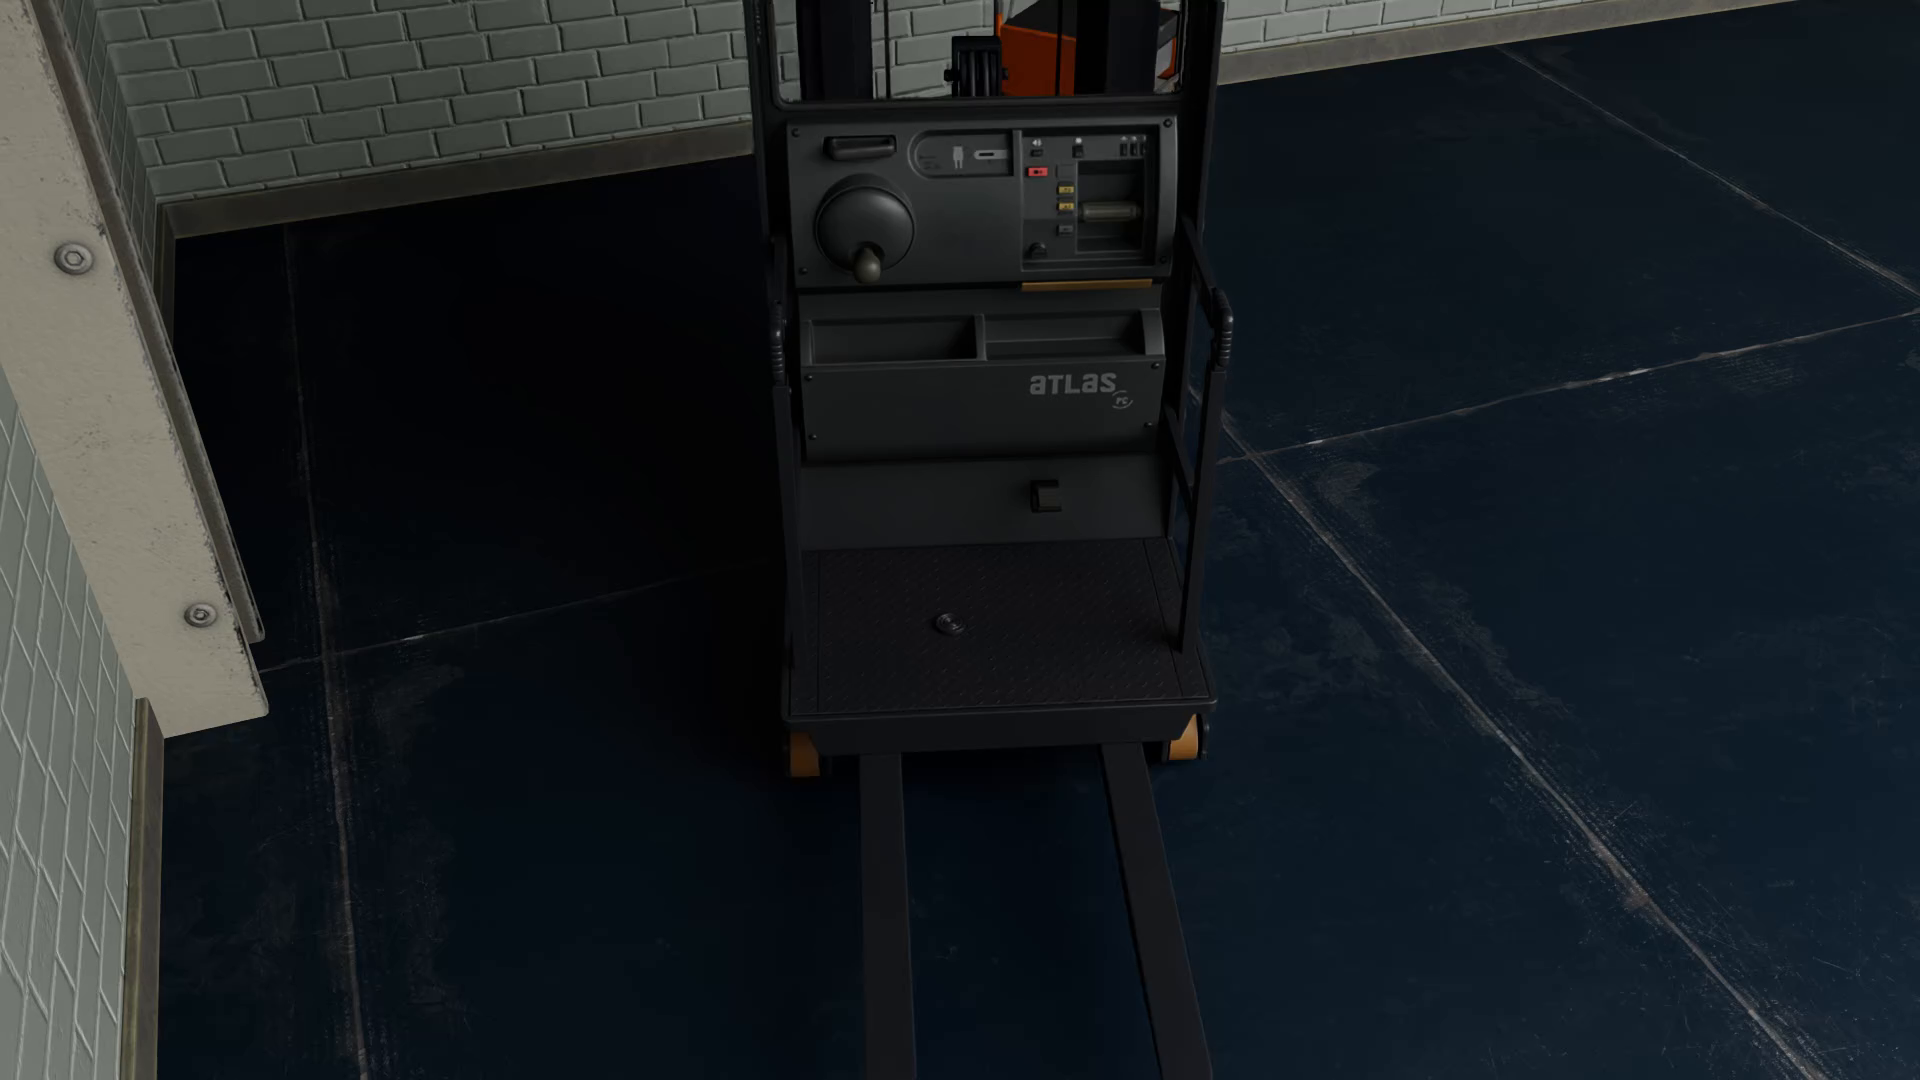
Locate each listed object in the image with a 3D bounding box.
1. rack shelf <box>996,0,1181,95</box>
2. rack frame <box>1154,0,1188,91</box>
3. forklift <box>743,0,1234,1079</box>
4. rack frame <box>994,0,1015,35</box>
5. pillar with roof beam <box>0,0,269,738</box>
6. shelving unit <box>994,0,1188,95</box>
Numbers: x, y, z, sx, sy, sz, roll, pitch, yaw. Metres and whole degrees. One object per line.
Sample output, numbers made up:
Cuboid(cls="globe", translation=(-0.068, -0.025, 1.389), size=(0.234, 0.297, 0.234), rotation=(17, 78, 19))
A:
Cuboid(cls="rack shelf", translation=(0.429, -1.518, 5.541), size=(0.480, 0.518, 0.431), rotation=(19, 41, 23))
Cuboid(cls="rack frame", translation=(0.641, -1.457, 5.436), size=(0.015, 2.100, 0.400), rotation=(19, 41, 23))
Cuboid(cls="forklift", translation=(0.072, -0.748, 3.807), size=(1.130, 2.935, 3.031), rotation=(-2, 37, -3))
Cuboid(cls="rack frame", translation=(0.216, -1.601, 5.630), size=(0.015, 2.100, 0.400), rotation=(19, 41, 23))
Cuboid(cls="pillar with roof beam", translation=(1.913, -4.082, 3.190), size=(9.100, 9.000, 0.400), rotation=(-12, 39, -16))
Cuboid(cls="shelving unit", translation=(0.429, -1.529, 5.533), size=(0.503, 2.100, 0.431), rotation=(19, 41, 23))
